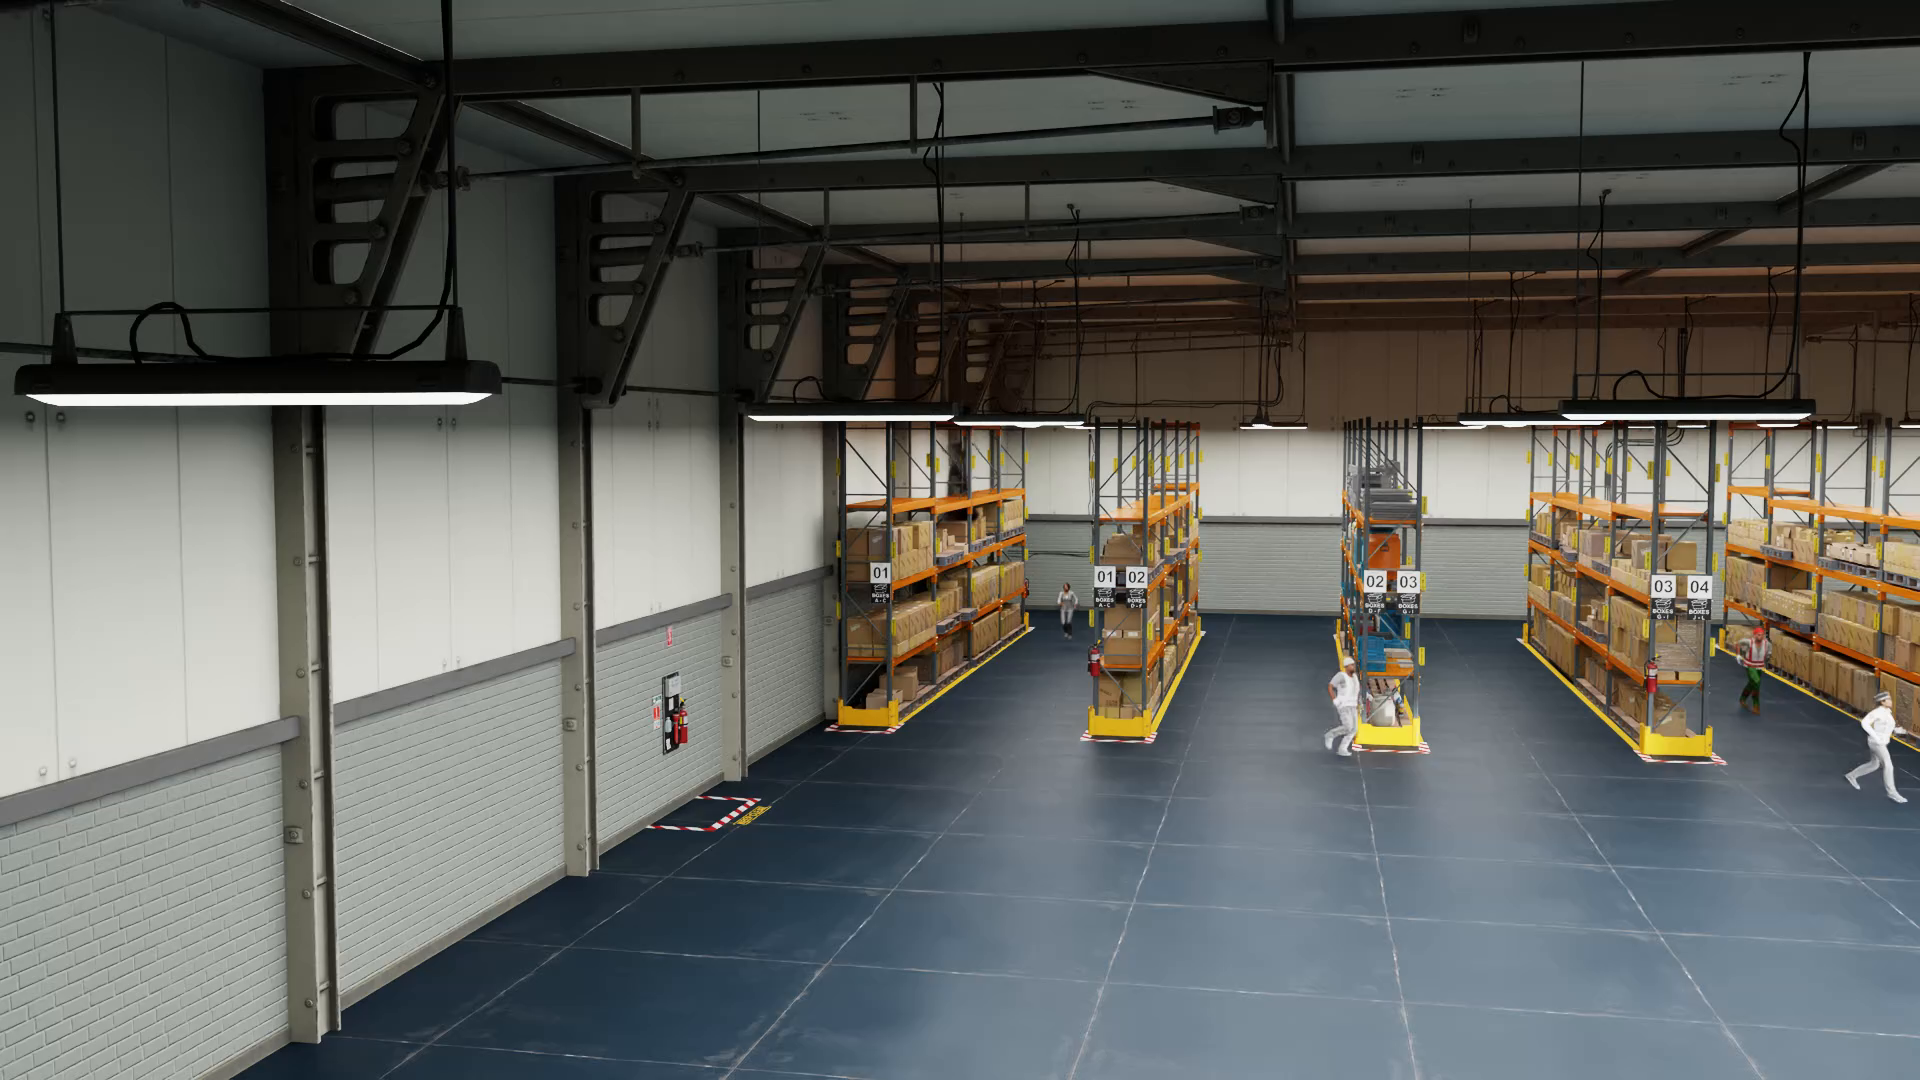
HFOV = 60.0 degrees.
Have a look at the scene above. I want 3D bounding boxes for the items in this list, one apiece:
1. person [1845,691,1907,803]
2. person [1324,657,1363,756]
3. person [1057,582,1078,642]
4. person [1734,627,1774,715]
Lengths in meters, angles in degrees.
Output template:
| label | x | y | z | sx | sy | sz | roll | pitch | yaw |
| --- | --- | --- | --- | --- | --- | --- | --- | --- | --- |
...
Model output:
| label | x | y | z | sx | sy | sz | roll | pitch | yaw |
| --- | --- | --- | --- | --- | --- | --- | --- | --- | --- |
| person | 14.315 | 3.191 | 25.969 | 0.910 | 1.712 | 0.630 | 4 | 5 | 44 |
| person | 6.862 | 2.946 | 29.585 | 0.738 | 1.716 | 0.568 | -4 | 5 | -44 |
| person | 2.832 | 1.915 | 44.014 | 0.511 | 1.583 | 0.632 | 1 | 4 | 13 |
| person | 16.207 | 2.646 | 33.985 | 0.649 | 1.783 | 0.972 | 0 | 4 | -4 |
